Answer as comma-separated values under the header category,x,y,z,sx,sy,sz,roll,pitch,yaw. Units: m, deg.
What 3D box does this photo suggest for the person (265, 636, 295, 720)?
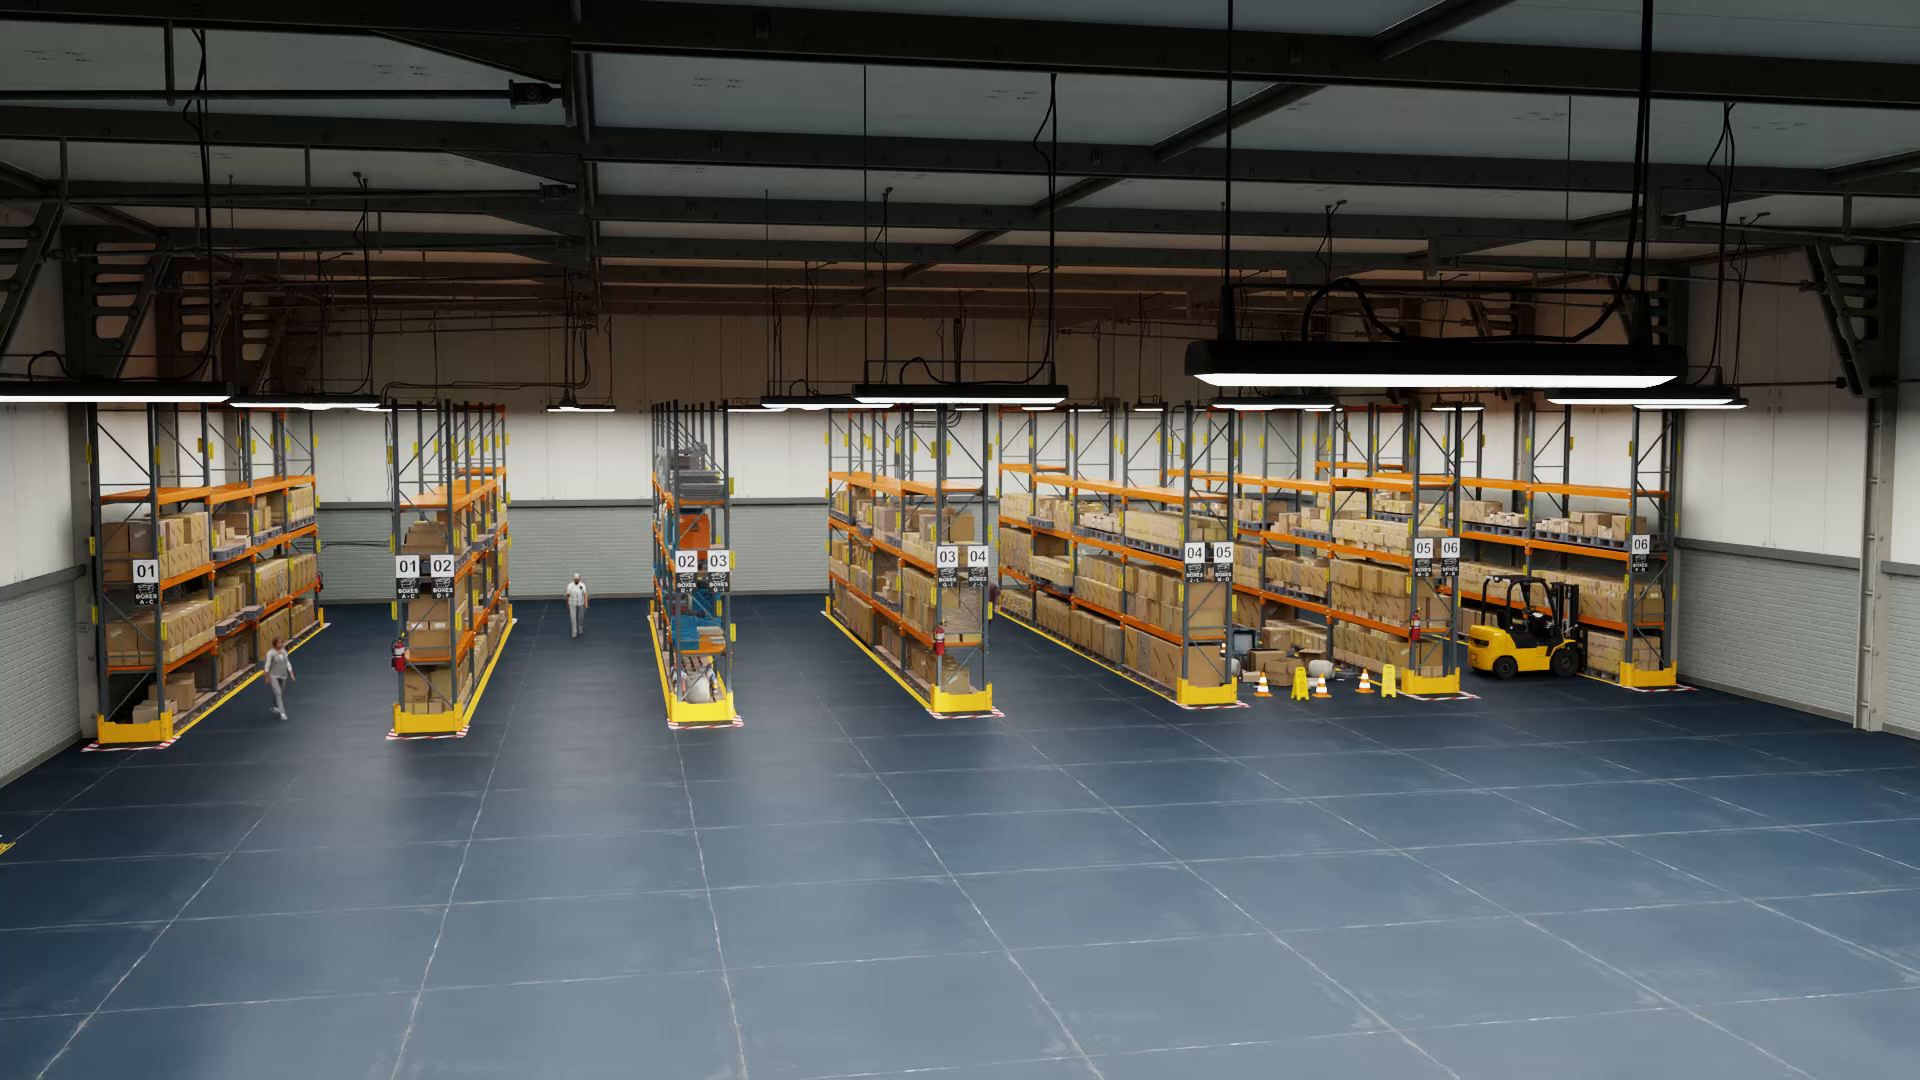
category,x,y,z,sx,sy,sz,roll,pitch,yaw
person,-12.836,2.570,31.303,1.022,1.529,0.476,4,6,44

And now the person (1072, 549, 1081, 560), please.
category,x,y,z,sx,sy,sz,roll,pitch,yaw
person,3.472,1.145,48.913,0.472,1.790,0.603,2,5,29

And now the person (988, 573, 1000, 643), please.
category,x,y,z,sx,sy,sz,roll,pitch,yaw
person,0.704,1.682,41.824,0.607,1.717,1.115,-1,5,-17

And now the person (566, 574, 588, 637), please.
category,x,y,z,sx,sy,sz,roll,pitch,yaw
person,-9.899,1.667,42.968,0.542,1.605,1.032,-1,4,-13
